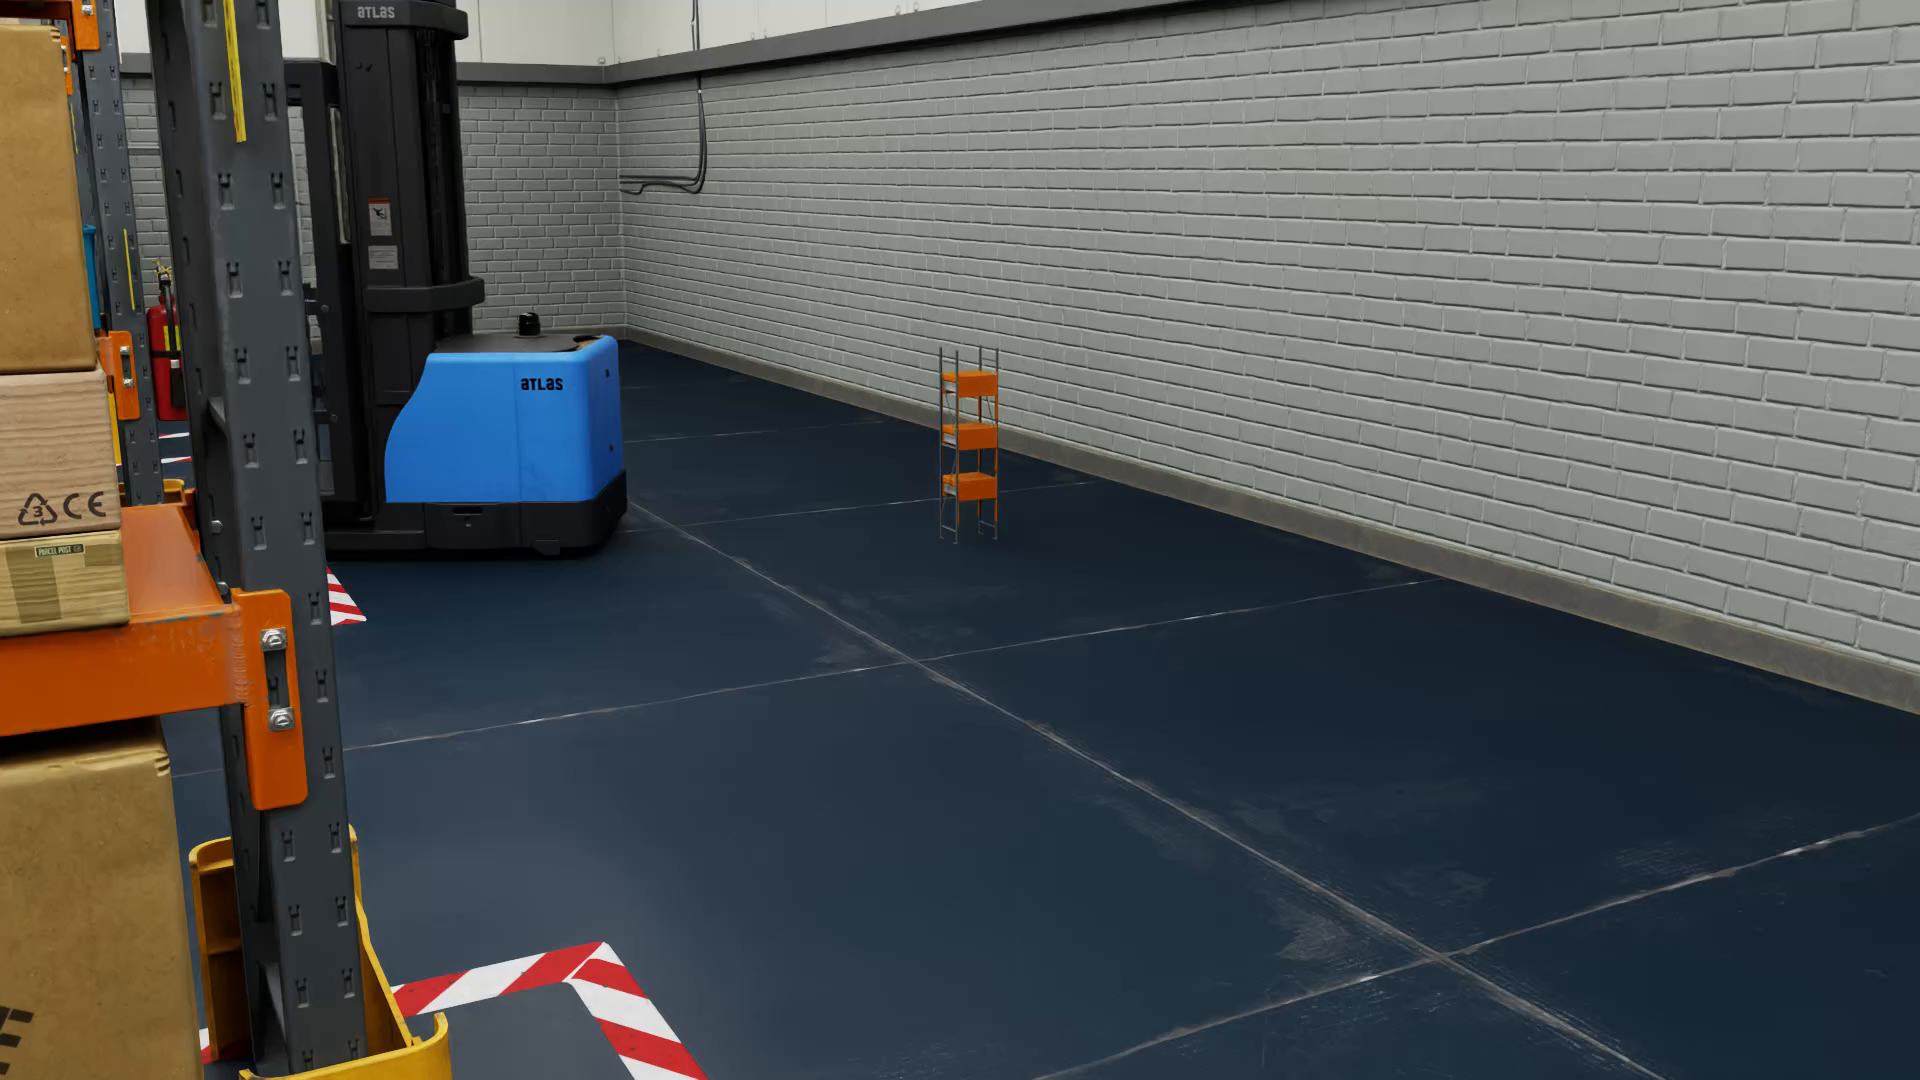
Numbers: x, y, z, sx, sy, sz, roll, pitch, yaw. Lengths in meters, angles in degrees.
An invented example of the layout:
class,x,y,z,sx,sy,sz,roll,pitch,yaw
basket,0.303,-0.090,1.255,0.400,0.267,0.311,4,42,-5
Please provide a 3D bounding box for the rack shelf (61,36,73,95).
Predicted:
class,x,y,z,sx,sy,sz,roll,pitch,yaw
rack shelf,-7.839,-3.000,10.415,4.000,0.370,1.077,-7,14,-28

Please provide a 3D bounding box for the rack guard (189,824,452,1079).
class,x,y,z,sx,sy,sz,roll,pitch,yaw
rack guard,-1.319,1.028,3.401,0.348,0.500,1.175,-7,14,-28

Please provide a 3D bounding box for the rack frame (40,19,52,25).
class,x,y,z,sx,sy,sz,roll,pitch,yaw
rack frame,-8.460,-5.979,15.181,0.127,3.000,1.000,-7,14,-28

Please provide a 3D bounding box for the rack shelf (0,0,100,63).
class,x,y,z,sx,sy,sz,roll,pitch,yaw
rack shelf,-5.469,-2.045,6.171,4.000,0.370,1.077,-7,14,-28

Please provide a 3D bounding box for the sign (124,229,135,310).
class,x,y,z,sx,sy,sz,roll,pitch,yaw
sign,-3.436,-1.118,6.875,0.005,0.325,0.100,-7,14,-28

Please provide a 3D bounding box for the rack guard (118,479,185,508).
class,x,y,z,sx,sy,sz,roll,pitch,yaw
rack guard,-3.699,0.071,7.653,0.348,0.500,1.175,-7,14,-28

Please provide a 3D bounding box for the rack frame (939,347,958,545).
class,x,y,z,sx,sy,sz,roll,pitch,yaw
rack frame,-0.060,-0.505,8.962,0.008,1.050,0.200,-7,14,-28

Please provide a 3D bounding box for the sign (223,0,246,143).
class,x,y,z,sx,sy,sz,roll,pitch,yaw
sign,-1.093,-0.763,2.491,0.005,0.325,0.100,-7,14,-28

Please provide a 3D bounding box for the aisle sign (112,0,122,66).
class,x,y,z,sx,sy,sz,roll,pitch,yaw
aisle sign,-3.510,-2.362,6.854,0.004,0.787,0.394,-7,14,-28

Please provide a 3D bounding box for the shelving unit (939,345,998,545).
class,x,y,z,sx,sy,sz,roll,pitch,yaw
shelving unit,0.047,-0.518,9.019,0.252,1.050,0.215,-7,14,-28

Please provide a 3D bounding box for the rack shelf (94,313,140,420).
class,x,y,z,sx,sy,sz,roll,pitch,yaw
rack shelf,-5.469,-0.582,6.500,4.000,0.370,1.077,-7,14,-28

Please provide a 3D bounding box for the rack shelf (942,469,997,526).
class,x,y,z,sx,sy,sz,roll,pitch,yaw
rack shelf,0.047,-0.236,9.082,0.240,0.259,0.215,-7,14,-28

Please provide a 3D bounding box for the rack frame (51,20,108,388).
class,x,y,z,sx,sy,sz,roll,pitch,yaw
rack frame,-6.084,-2.098,11.600,0.127,3.000,1.000,-7,14,-28

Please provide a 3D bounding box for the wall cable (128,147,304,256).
class,x,y,z,sx,sy,sz,roll,pitch,yaw
wall cable,-7.790,-3.865,17.137,1.851,1.984,0.084,-7,14,-28

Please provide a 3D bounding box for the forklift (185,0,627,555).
class,x,y,z,sx,sy,sz,roll,pitch,yaw
forklift,-3.414,-1.430,8.788,3.031,2.935,1.130,0,13,-1

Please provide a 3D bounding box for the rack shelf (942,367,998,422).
class,x,y,z,sx,sy,sz,roll,pitch,yaw
rack shelf,0.047,-0.784,8.959,0.240,0.259,0.215,-7,14,-28

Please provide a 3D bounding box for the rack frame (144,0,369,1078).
class,x,y,z,sx,sy,sz,roll,pitch,yaw
rack frame,-1.340,-0.189,3.115,0.127,3.000,1.000,-7,14,-28

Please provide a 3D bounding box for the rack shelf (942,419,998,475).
class,x,y,z,sx,sy,sz,roll,pitch,yaw
rack shelf,0.047,-0.507,9.021,0.240,0.259,0.215,-7,14,-28

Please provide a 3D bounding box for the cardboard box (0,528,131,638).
class,x,y,z,sx,sy,sz,roll,pitch,yaw
cardboard box,-1.495,0.035,2.694,0.250,0.149,0.380,-7,14,-27

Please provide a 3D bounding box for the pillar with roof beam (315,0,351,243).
class,x,y,z,sx,sy,sz,roll,pitch,yaw
pillar with roof beam,-4.442,-5.600,13.498,0.400,9.000,9.100,-7,14,-28

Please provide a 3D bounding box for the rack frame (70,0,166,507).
class,x,y,z,sx,sy,sz,roll,pitch,yaw
rack frame,-3.714,-1.143,7.356,0.127,3.000,1.000,-7,14,-28

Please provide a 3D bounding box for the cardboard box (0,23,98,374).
class,x,y,z,sx,sy,sz,roll,pitch,yaw
cardboard box,-1.642,-0.524,2.564,0.500,0.500,0.500,-7,14,-27

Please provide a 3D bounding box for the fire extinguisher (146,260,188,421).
class,x,y,z,sx,sy,sz,roll,pitch,yaw
fire extinguisher,-3.363,-0.852,7.087,0.183,0.674,0.296,-7,14,-28

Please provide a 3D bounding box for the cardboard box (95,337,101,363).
class,x,y,z,sx,sy,sz,roll,pitch,yaw
cardboard box,-1.891,-0.262,3.106,0.500,0.250,0.500,-7,15,-29

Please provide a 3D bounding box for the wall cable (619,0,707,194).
class,x,y,z,sx,sy,sz,roll,pitch,yaw
wall cable,-3.325,-4.990,17.860,0.112,2.526,3.097,-7,14,-28

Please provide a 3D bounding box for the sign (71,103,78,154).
class,x,y,z,sx,sy,sz,roll,pitch,yaw
sign,-5.835,-2.708,10.953,0.005,0.325,0.100,-7,14,-28

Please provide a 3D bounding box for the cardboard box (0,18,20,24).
class,x,y,z,sx,sy,sz,roll,pitch,yaw
cardboard box,-6.408,-3.383,10.821,0.500,0.250,0.500,-7,14,-28

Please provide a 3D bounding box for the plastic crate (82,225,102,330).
class,x,y,z,sx,sy,sz,roll,pitch,yaw
plastic crate,-3.918,-1.118,7.029,0.499,0.435,0.616,-7,14,-28

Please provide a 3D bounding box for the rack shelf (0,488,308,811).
class,x,y,z,sx,sy,sz,roll,pitch,yaw
rack shelf,-3.096,0.373,2.259,4.000,0.370,1.077,-7,14,-28

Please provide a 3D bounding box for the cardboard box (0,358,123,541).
class,x,y,z,sx,sy,sz,roll,pitch,yaw
cardboard box,-1.639,-0.158,2.645,0.500,0.250,0.500,-7,15,-29

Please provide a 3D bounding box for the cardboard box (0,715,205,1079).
class,x,y,z,sx,sy,sz,roll,pitch,yaw
cardboard box,-1.864,0.726,2.935,0.875,0.875,0.875,-7,14,-28

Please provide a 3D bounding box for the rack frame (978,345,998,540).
class,x,y,z,sx,sy,sz,roll,pitch,yaw
rack frame,0.154,-0.531,9.076,0.008,1.050,0.200,-7,14,-28

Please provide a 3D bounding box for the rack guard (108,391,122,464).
class,x,y,z,sx,sy,sz,roll,pitch,yaw
rack guard,-6.150,-0.871,11.839,0.348,0.500,1.175,-7,14,-28
